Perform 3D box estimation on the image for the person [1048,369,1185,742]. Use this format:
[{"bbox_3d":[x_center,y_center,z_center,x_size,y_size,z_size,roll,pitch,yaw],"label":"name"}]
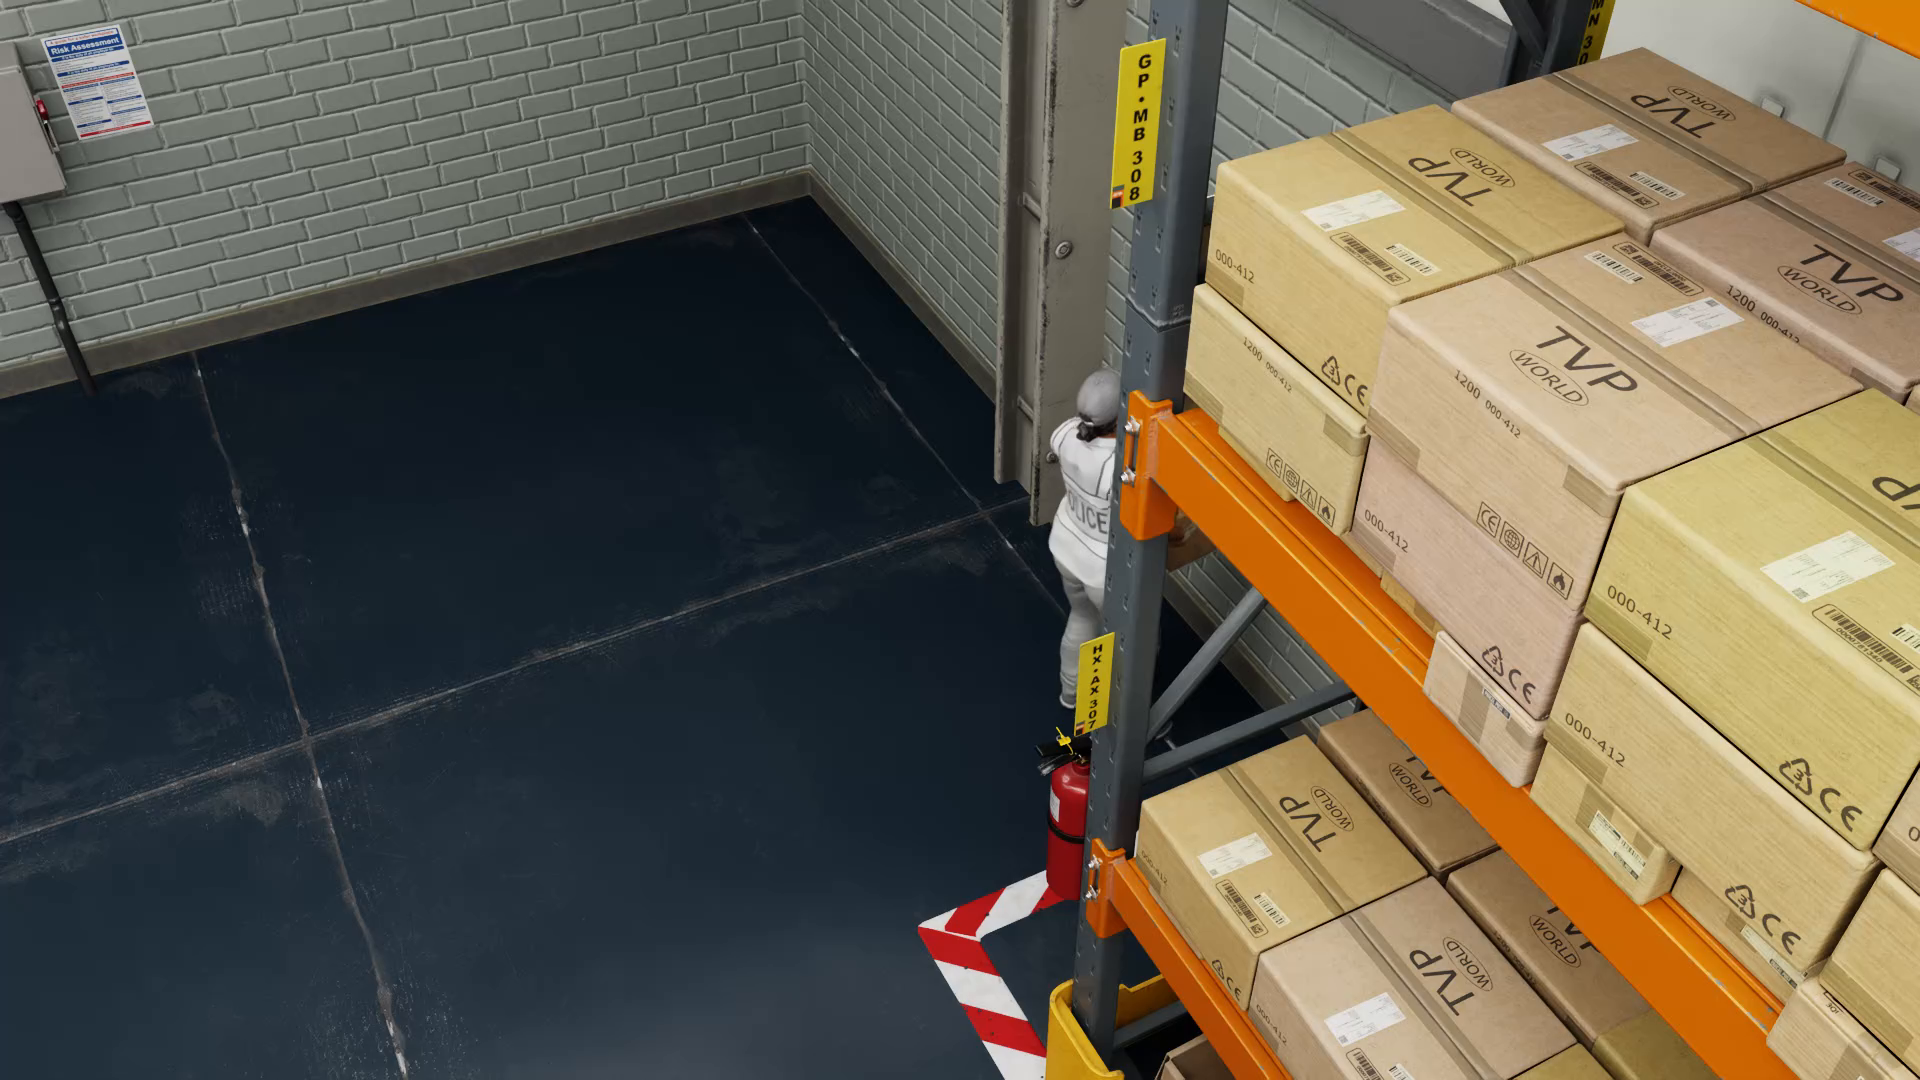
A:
[{"bbox_3d":[0.604,0.045,6.104,0.519,1.667,0.499,-26,48,-26],"label":"person"}]
